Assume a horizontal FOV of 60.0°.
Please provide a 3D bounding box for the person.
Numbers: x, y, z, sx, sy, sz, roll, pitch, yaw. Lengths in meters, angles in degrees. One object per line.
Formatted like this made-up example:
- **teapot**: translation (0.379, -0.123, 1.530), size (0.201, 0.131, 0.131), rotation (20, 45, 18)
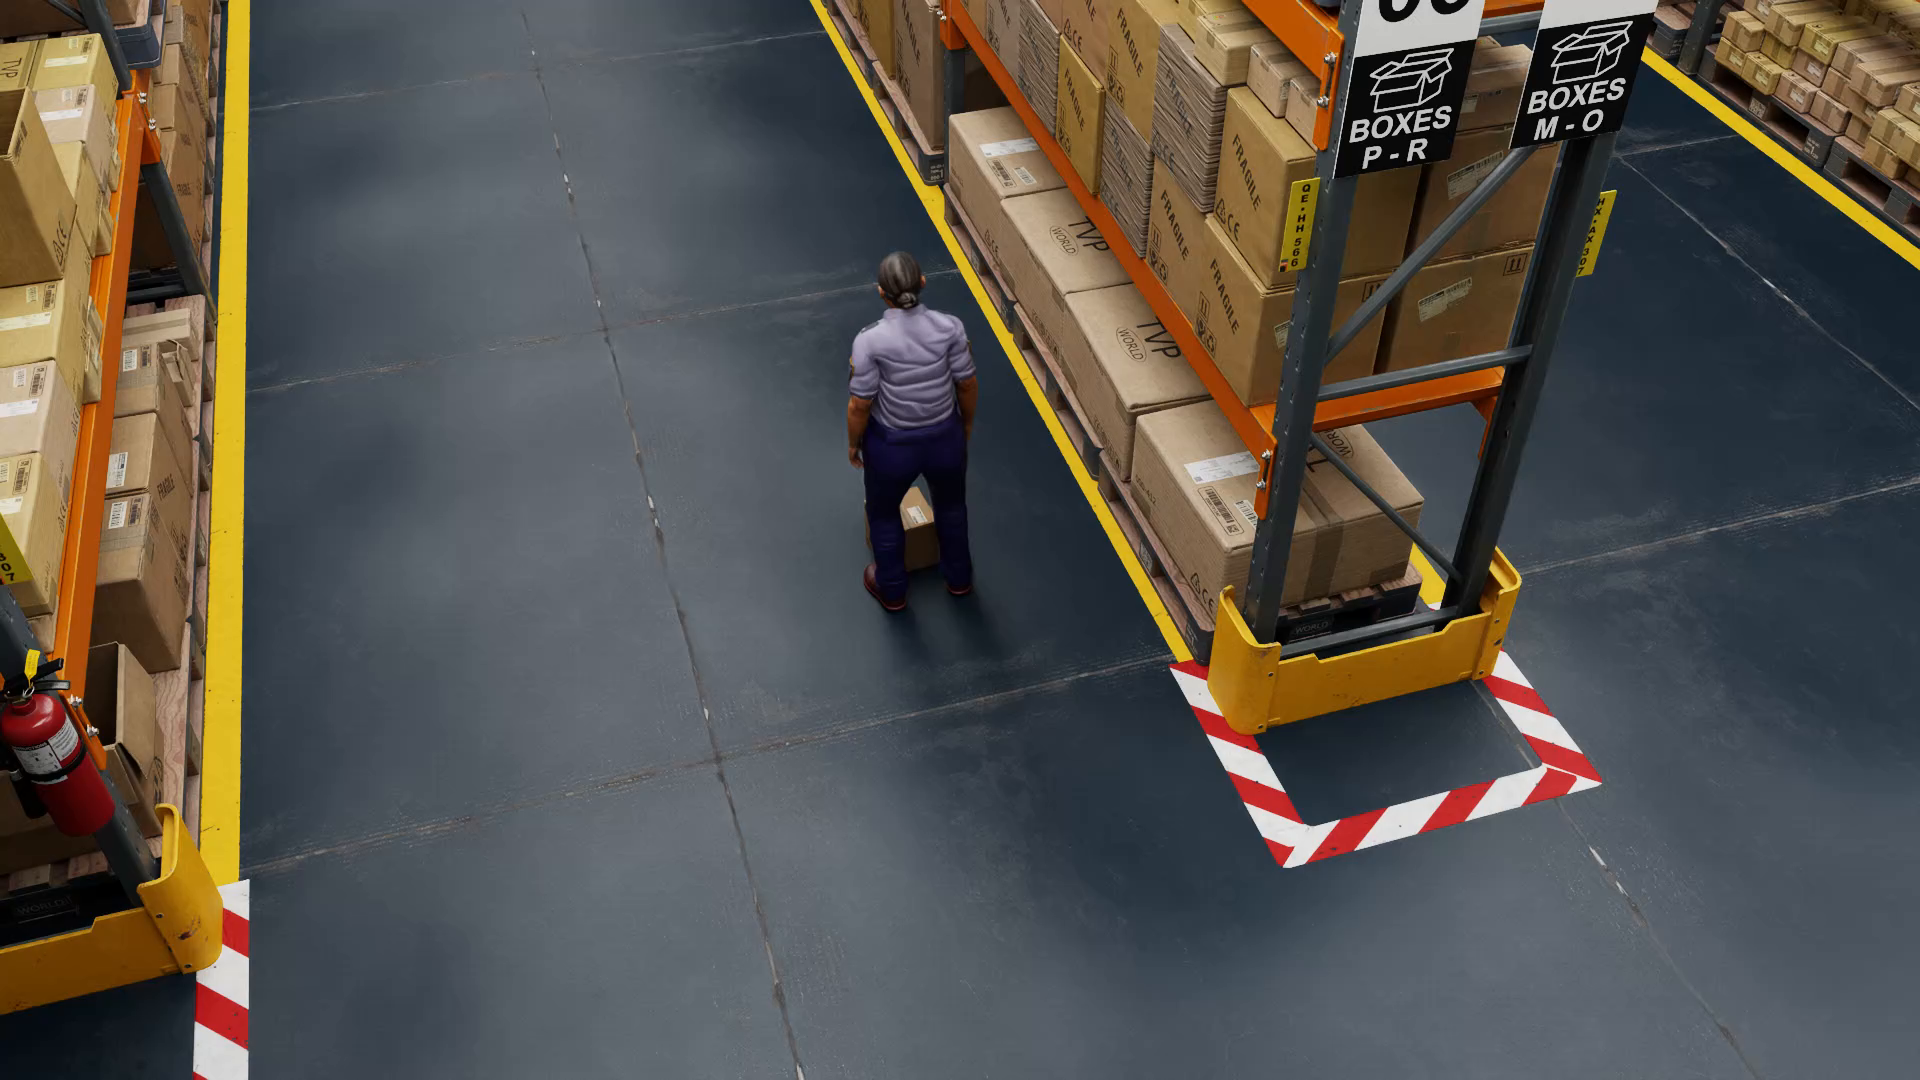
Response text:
- **person**: translation (-0.181, -0.399, 6.601), size (0.538, 1.652, 0.371), rotation (-12, 44, -12)
